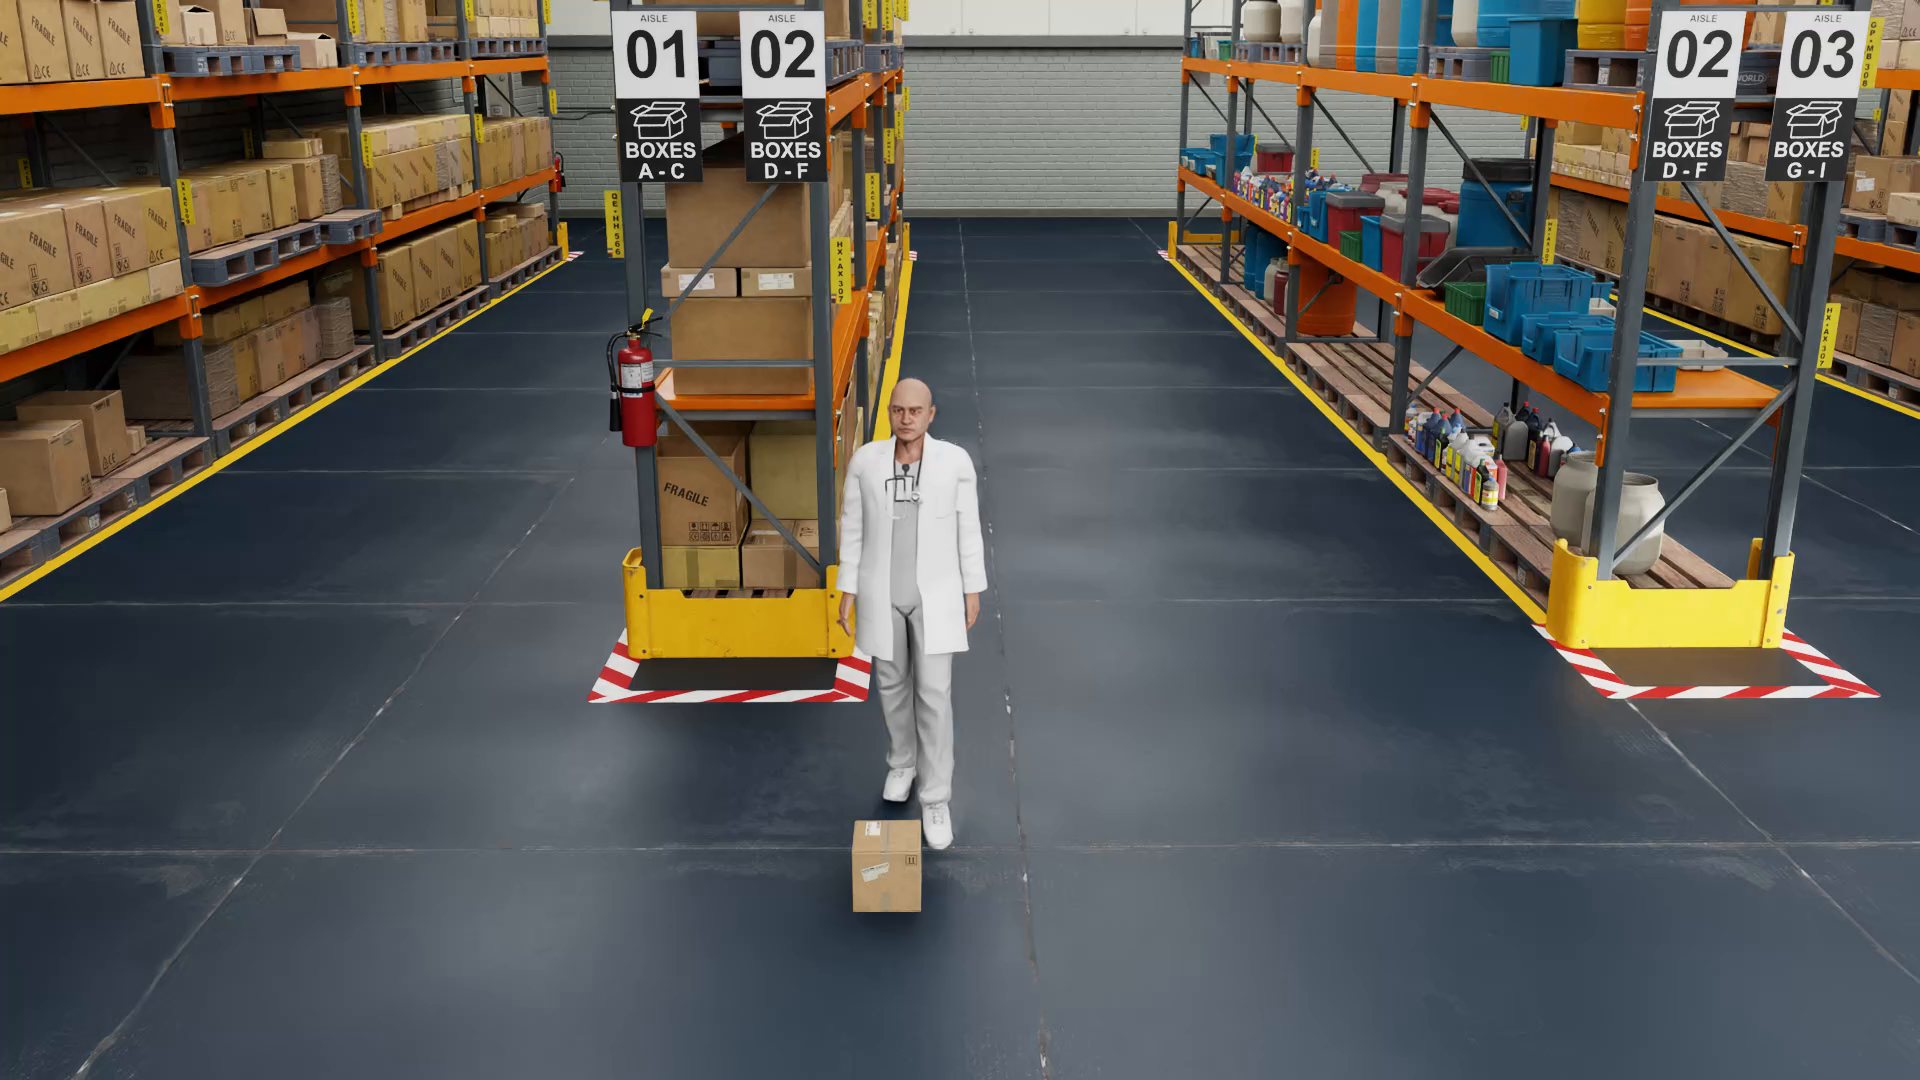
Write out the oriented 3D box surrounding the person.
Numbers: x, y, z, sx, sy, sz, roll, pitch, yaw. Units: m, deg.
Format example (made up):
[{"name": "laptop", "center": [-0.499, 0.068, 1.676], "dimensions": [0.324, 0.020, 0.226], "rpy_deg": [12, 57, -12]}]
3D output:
[{"name": "person", "center": [-0.221, 0.275, 6.681], "dimensions": [0.610, 1.807, 0.697], "rpy_deg": [3, 17, 8]}]
